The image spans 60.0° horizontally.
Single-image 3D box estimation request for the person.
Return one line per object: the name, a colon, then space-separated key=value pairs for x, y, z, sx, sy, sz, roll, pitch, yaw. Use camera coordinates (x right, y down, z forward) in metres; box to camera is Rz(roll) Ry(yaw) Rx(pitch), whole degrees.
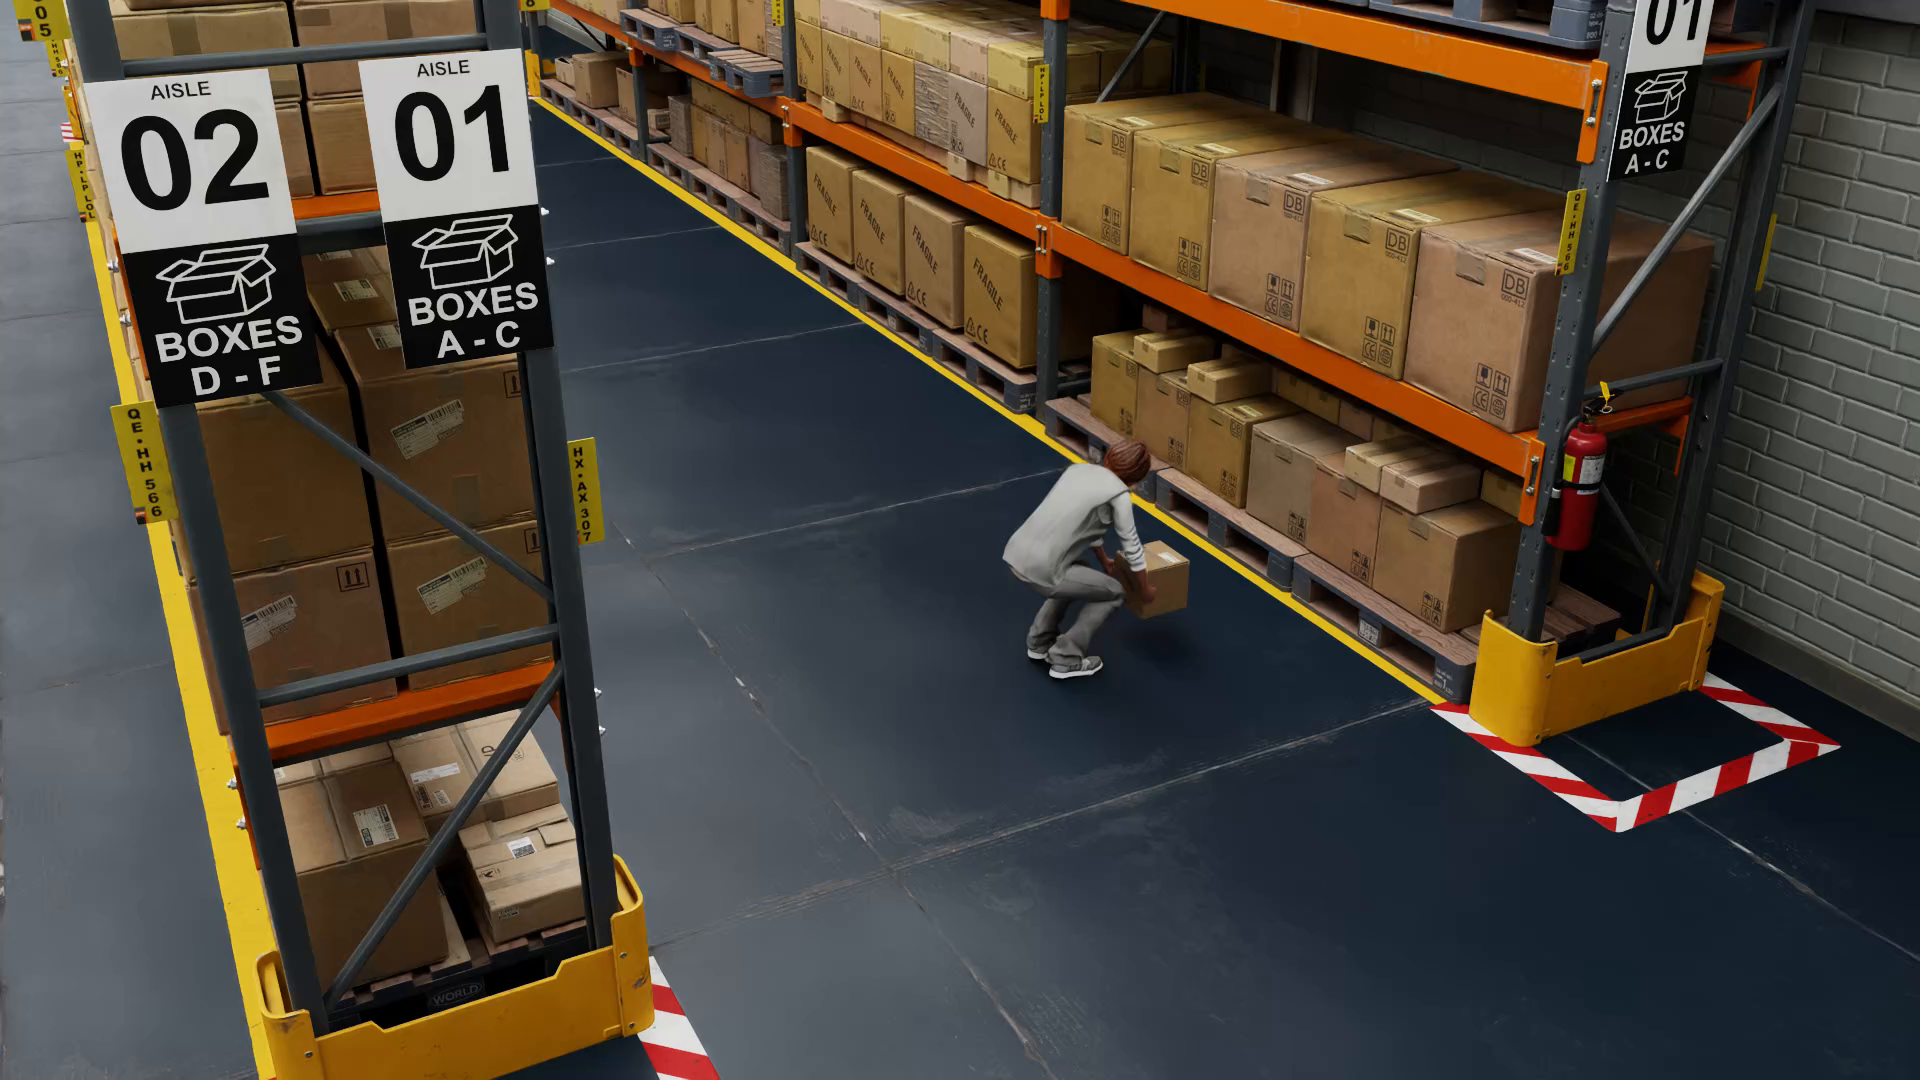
person: x=0.537 y=0.082 z=7.596 sx=0.757 sy=1.039 sz=0.457 roll=-13 pitch=29 yaw=-25
